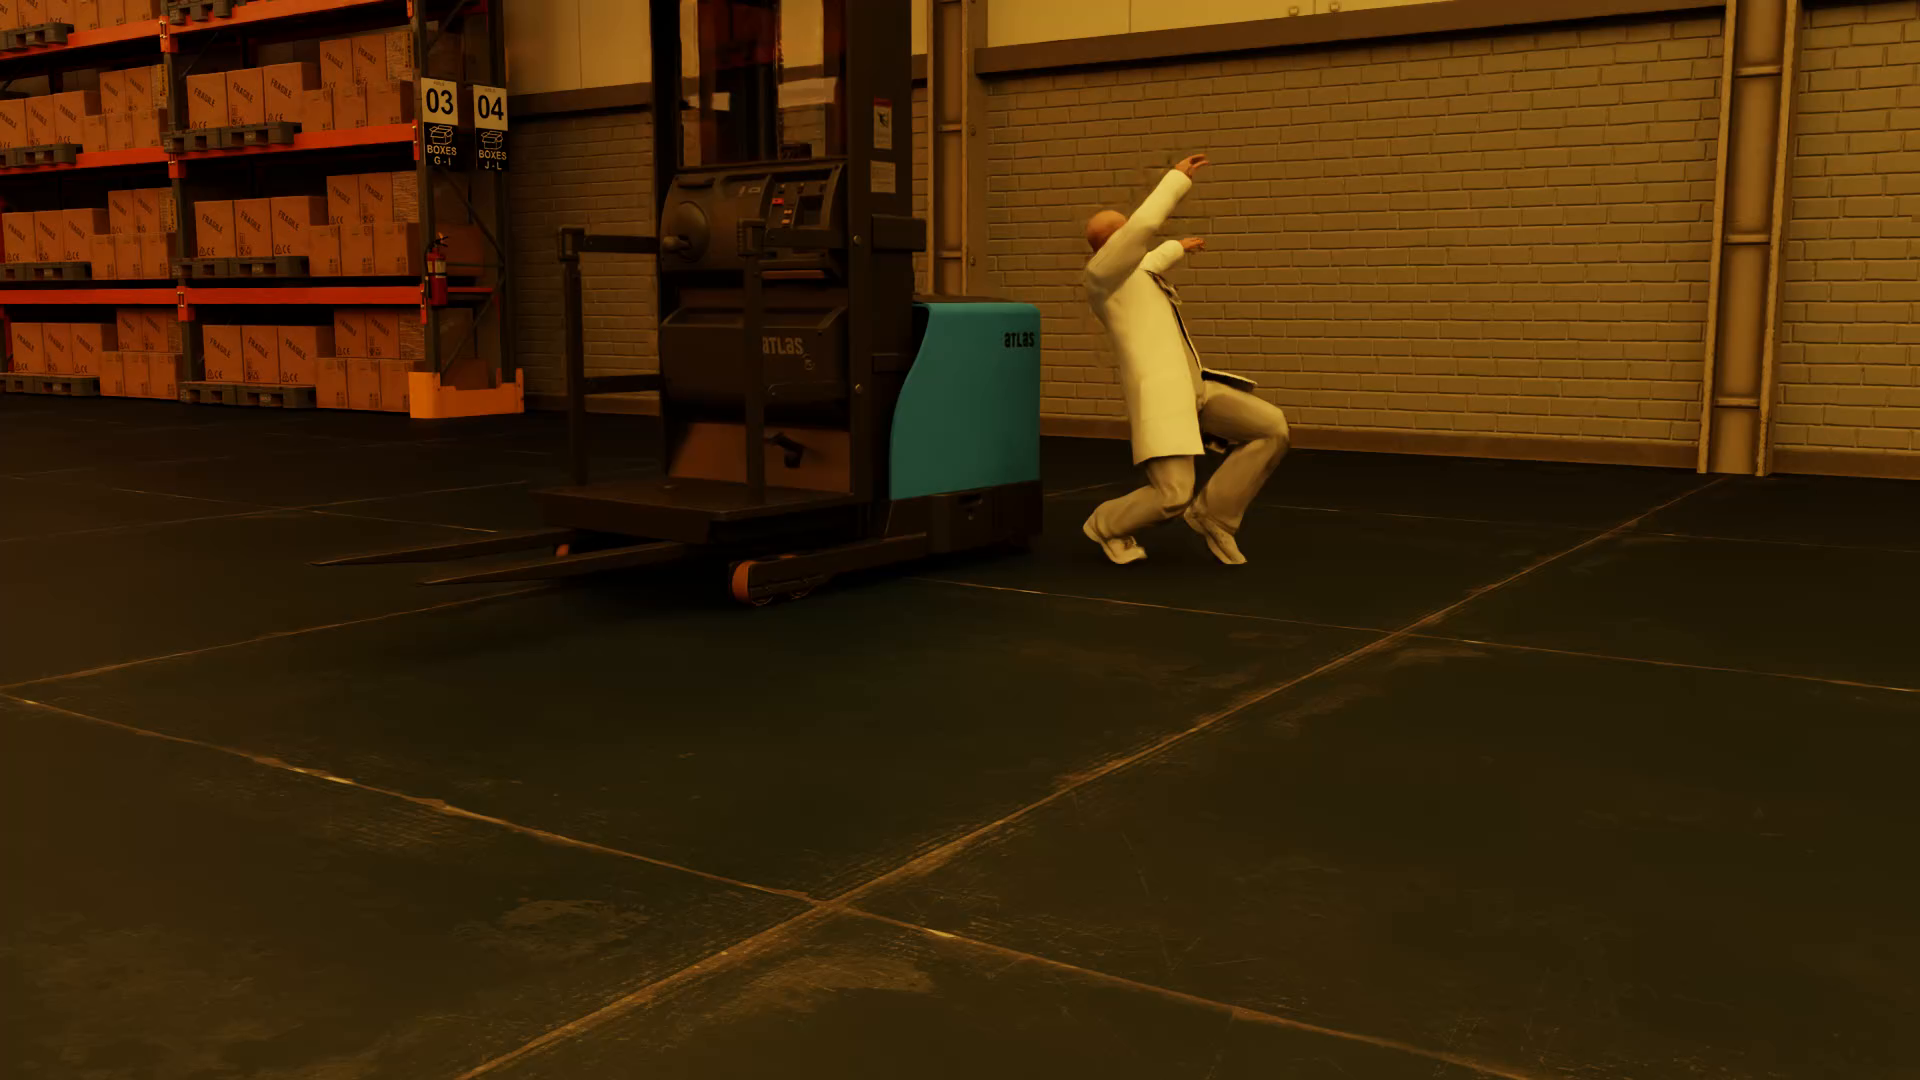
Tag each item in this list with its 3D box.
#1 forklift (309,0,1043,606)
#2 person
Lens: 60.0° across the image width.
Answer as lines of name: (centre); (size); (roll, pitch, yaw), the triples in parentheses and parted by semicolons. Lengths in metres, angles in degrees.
forklift: (-0.948, -1.293, 6.285); (1.130, 2.935, 3.031); (6, 10, 38)
person: (1.002, -0.729, 6.970); (0.847, 1.696, 1.164); (5, 9, 31)
